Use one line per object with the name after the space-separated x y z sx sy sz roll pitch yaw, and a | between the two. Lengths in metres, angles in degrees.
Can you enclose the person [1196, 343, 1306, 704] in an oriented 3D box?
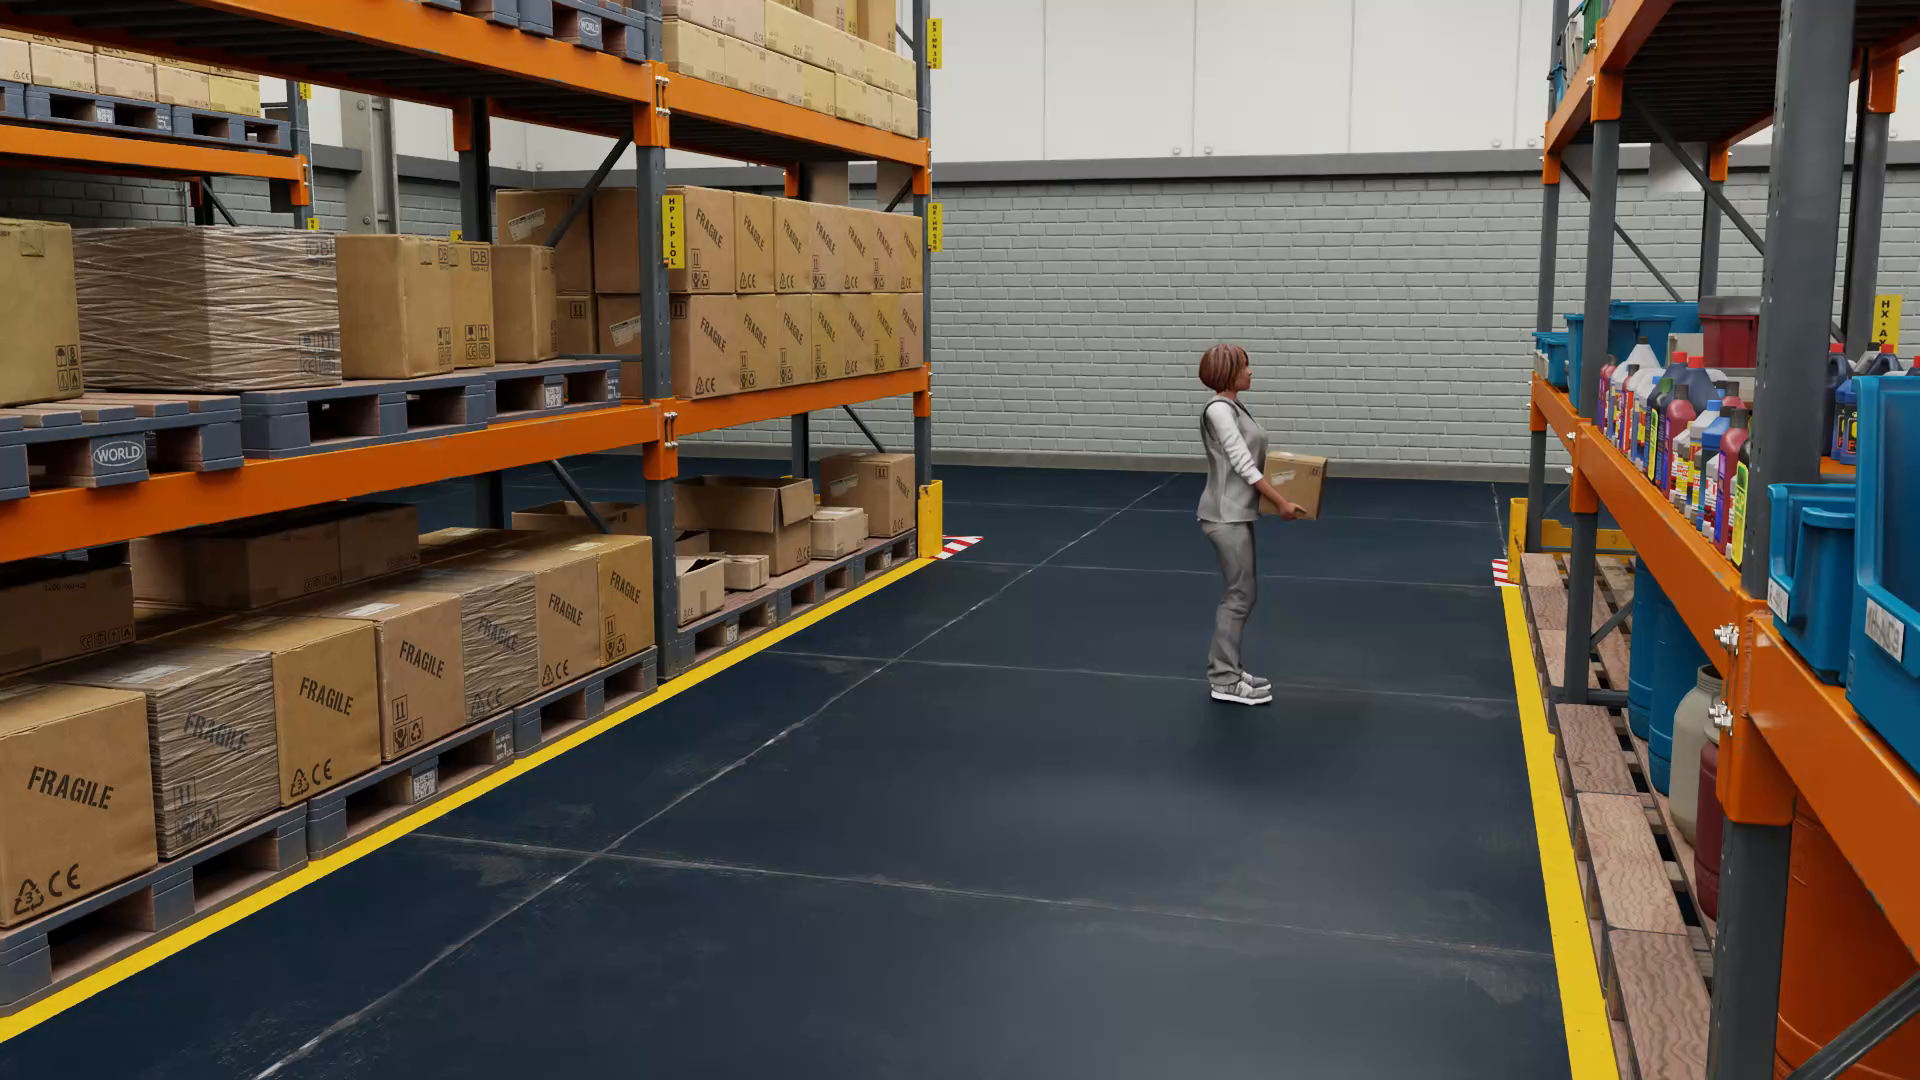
1.298 -0.077 7.402 0.498 1.589 0.408 3 9 16 | person
